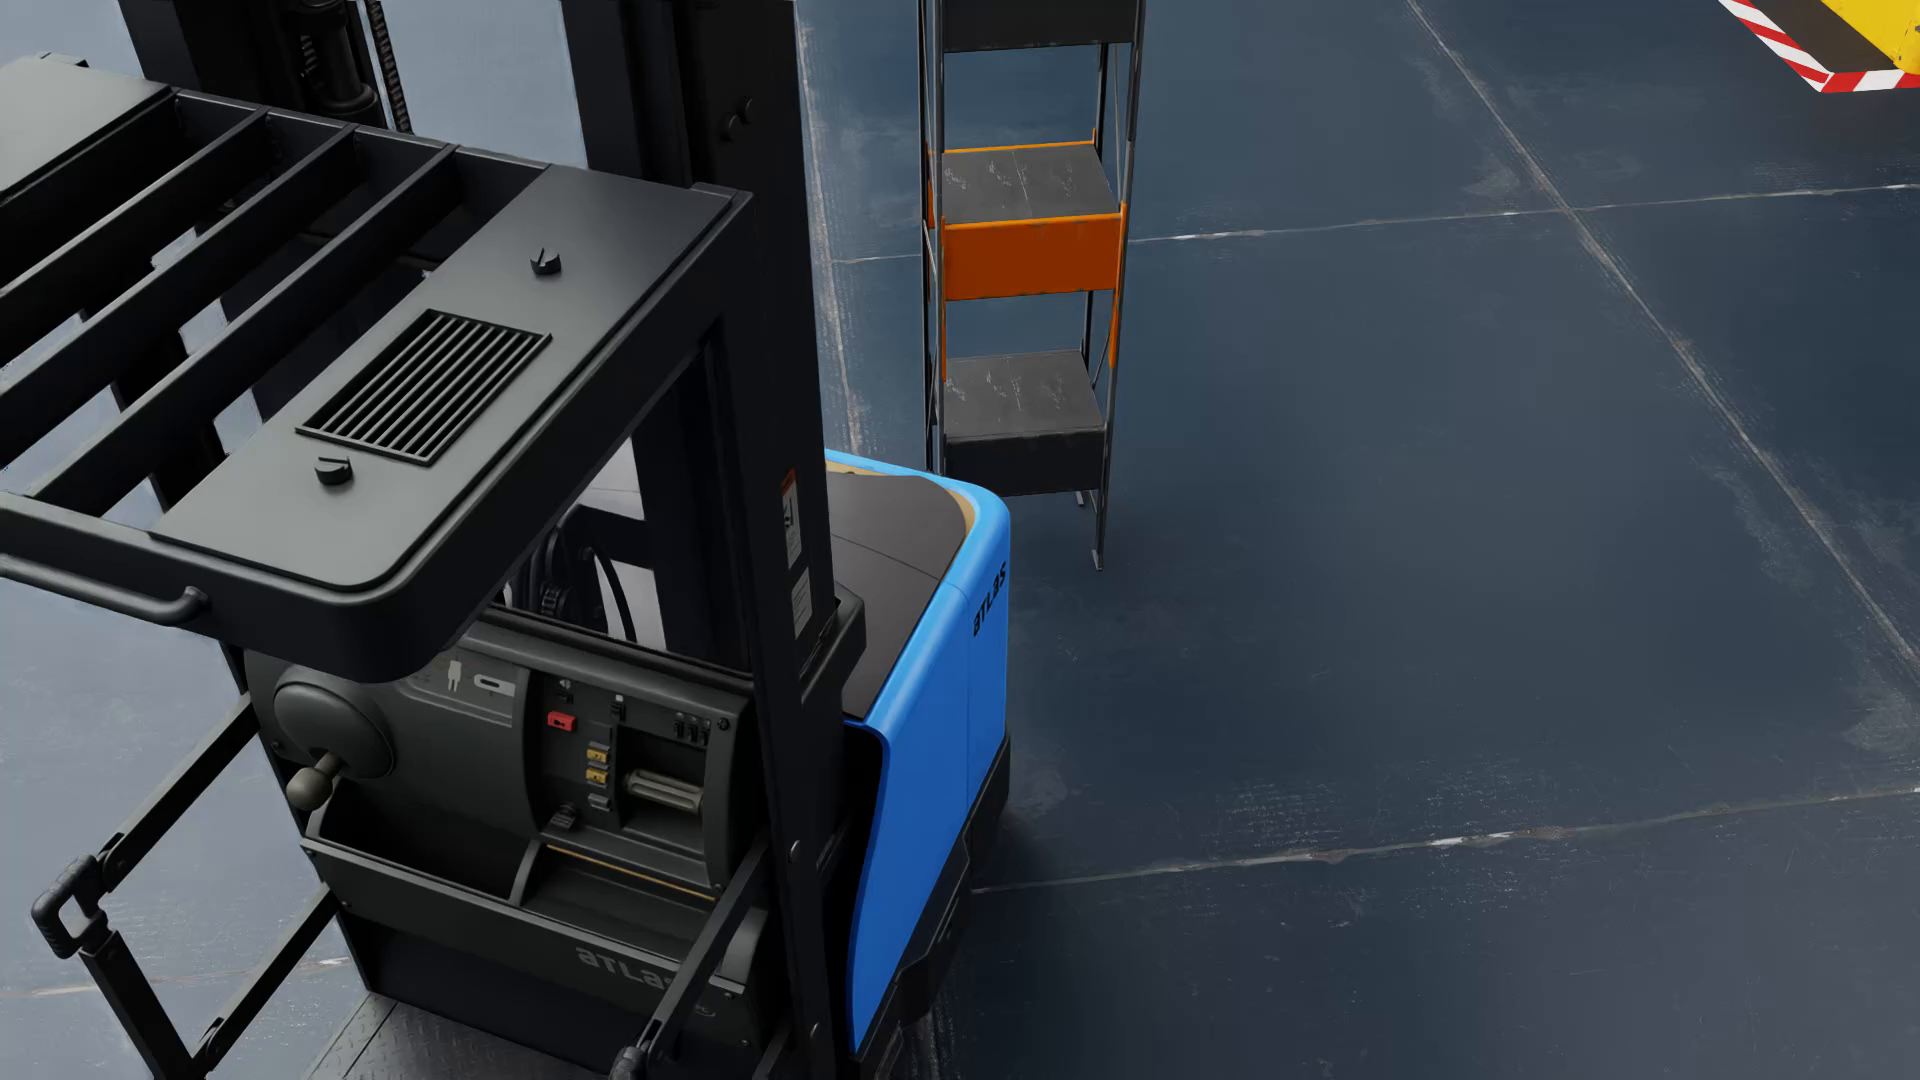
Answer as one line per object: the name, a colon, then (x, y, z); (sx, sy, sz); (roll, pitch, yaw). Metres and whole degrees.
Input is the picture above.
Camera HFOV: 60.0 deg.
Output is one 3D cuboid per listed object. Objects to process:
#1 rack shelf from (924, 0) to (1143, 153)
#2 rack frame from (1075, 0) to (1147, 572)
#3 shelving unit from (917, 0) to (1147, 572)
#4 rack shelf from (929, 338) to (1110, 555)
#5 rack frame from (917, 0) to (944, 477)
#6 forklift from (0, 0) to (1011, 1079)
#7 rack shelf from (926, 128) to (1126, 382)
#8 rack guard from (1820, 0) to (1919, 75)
rack shelf: (0.164, -1.304, 4.103); (0.480, 0.518, 0.431); (-5, 42, -6)
rack frame: (0.406, -0.815, 4.586); (0.015, 2.100, 0.400); (-5, 42, -6)
shelving unit: (0.164, -0.794, 4.563); (0.503, 2.100, 0.431); (-5, 42, -6)
rack shelf: (0.164, -0.264, 5.041); (0.480, 0.518, 0.431); (-5, 42, -6)
rack frame: (-0.078, -0.773, 4.539); (0.015, 2.100, 0.400); (-5, 42, -6)
forklift: (-0.861, 0.410, 2.607); (1.130, 2.935, 3.031); (14, 44, 15)
rack shelf: (0.164, -0.784, 4.572); (0.480, 0.518, 0.431); (-5, 42, -6)
rack guard: (4.430, -2.710, 7.881); (0.348, 0.500, 1.175); (-5, 42, -6)
